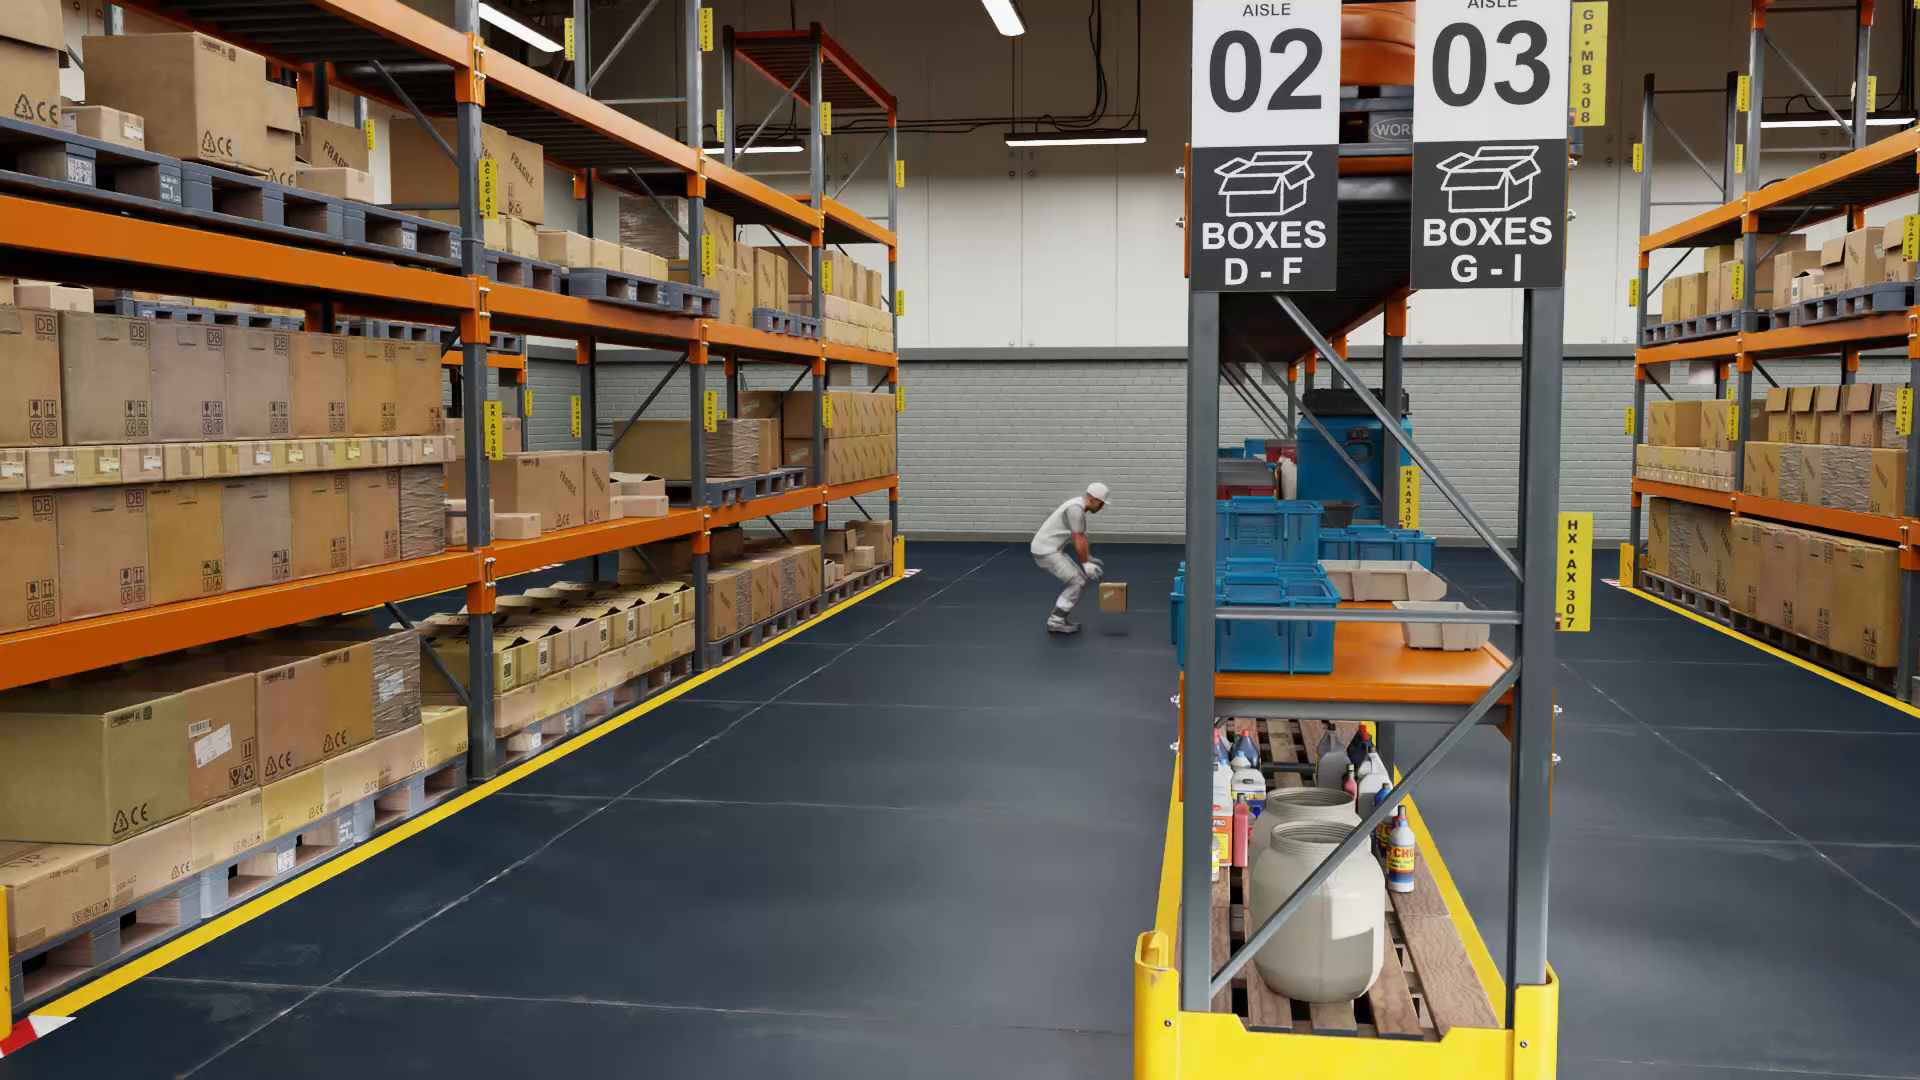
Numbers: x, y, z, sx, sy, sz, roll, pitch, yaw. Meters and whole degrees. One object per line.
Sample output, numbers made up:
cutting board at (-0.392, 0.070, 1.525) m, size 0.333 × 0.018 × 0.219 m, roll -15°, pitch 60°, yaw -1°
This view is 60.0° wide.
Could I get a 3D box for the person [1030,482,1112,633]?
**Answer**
person at (1.056, 0.158, 15.822) m, size 0.765 × 1.414 × 0.584 m, roll 1°, pitch 4°, yaw 9°
